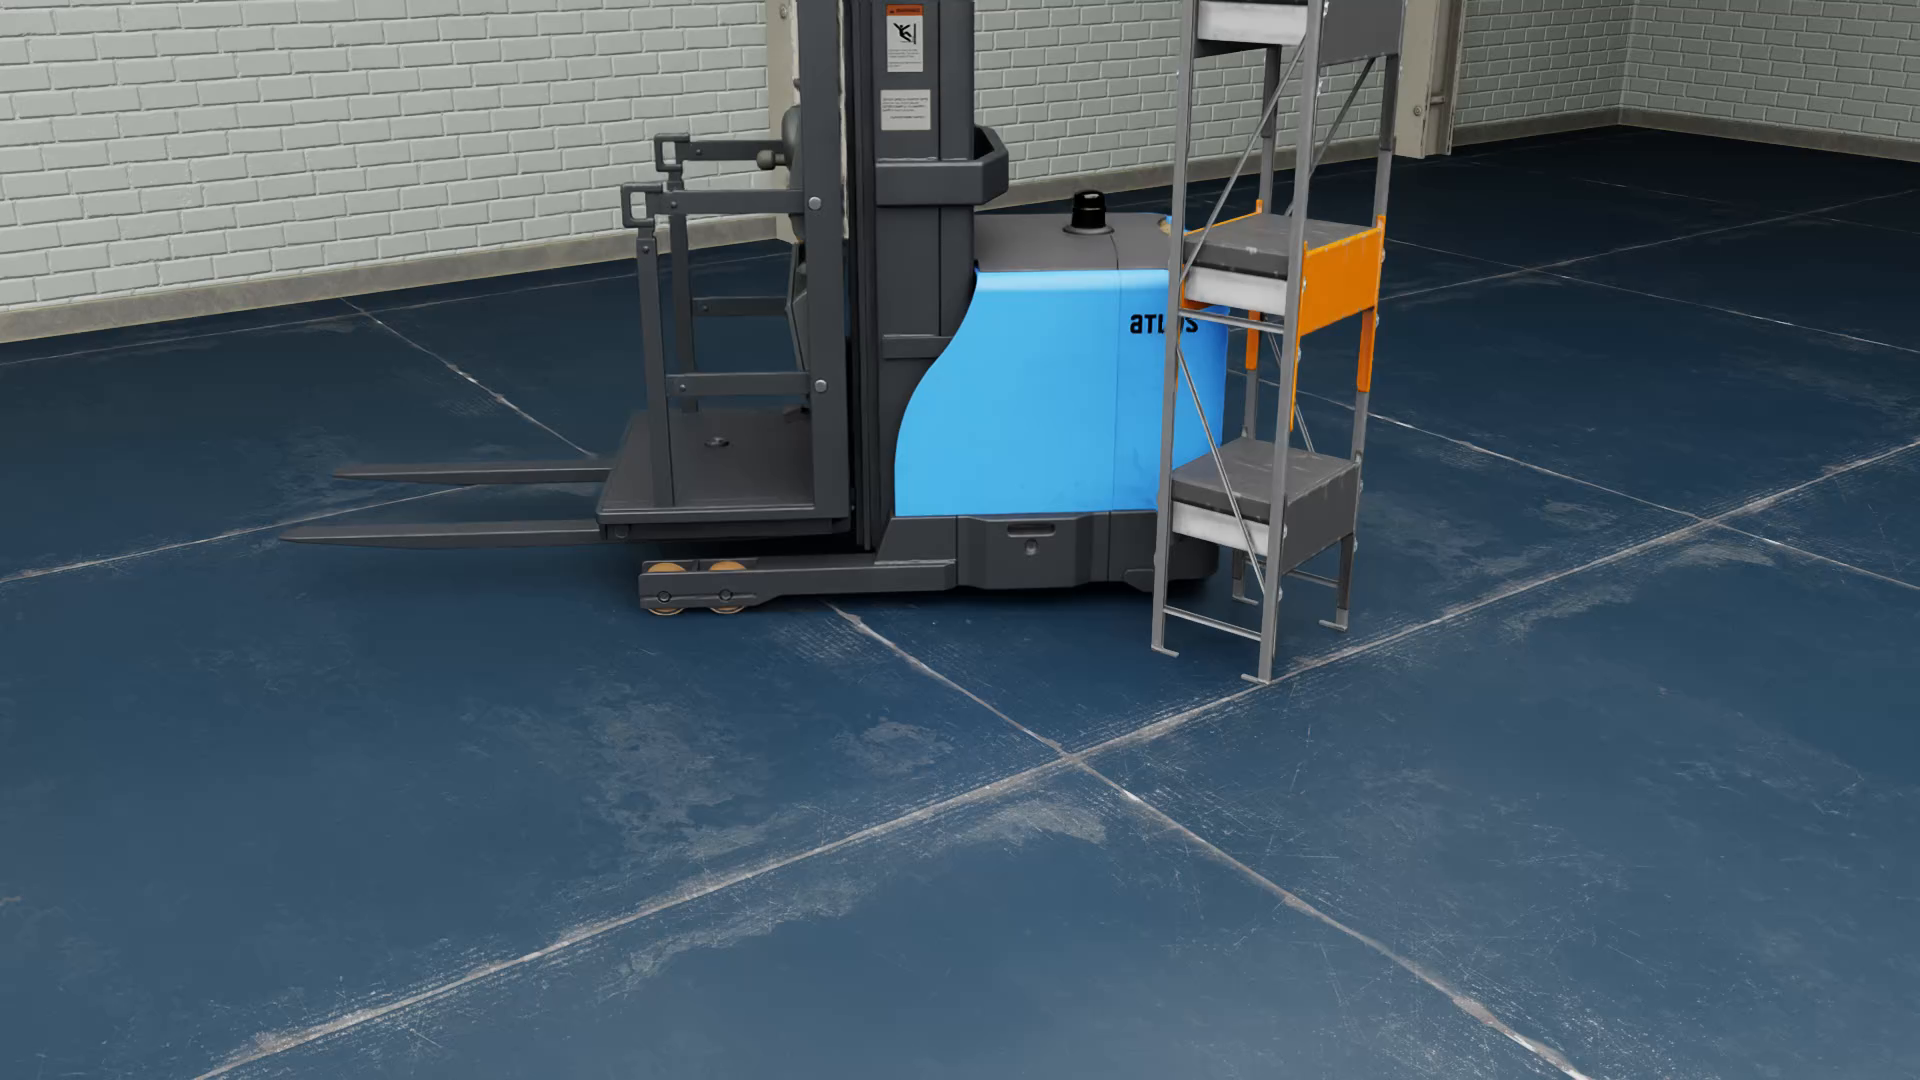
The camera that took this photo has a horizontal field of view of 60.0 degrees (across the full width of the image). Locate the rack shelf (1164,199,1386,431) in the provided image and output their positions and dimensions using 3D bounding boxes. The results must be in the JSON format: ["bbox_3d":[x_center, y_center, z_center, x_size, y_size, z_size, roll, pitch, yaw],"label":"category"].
[{"bbox_3d":[0.894,-0.654,4.740,0.431,0.518,0.480,17,27,35],"label":"rack shelf"}]

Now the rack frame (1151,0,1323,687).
[{"bbox_3d":[0.742,-0.596,4.558,0.400,2.100,0.015,17,27,35],"label":"rack frame"}]

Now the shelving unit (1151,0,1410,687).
[{"bbox_3d":[0.894,-0.667,4.735,0.431,2.100,0.503,17,27,35],"label":"shelving unit"}]

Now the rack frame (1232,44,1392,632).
[{"bbox_3d":[1.047,-0.737,4.911,0.400,2.100,0.015,17,27,35],"label":"rack frame"}]

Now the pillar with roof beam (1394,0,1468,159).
[{"bbox_3d":[6.424,-6.152,9.173,0.400,9.000,9.100,-15,26,-33],"label":"pillar with roof beam"}]

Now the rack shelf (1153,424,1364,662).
[{"bbox_3d":[0.894,-0.004,4.999,0.431,0.518,0.480,17,27,35],"label":"rack shelf"}]

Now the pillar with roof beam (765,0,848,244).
[{"bbox_3d":[1.554,-4.854,5.918,0.400,9.000,9.100,-15,26,-33],"label":"pillar with roof beam"}]

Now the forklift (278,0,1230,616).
[{"bbox_3d":[-0.693,-1.323,5.256,3.031,2.935,1.130,-2,22,-4],"label":"forklift"}]

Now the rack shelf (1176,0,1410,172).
[{"bbox_3d":[0.894,-1.304,4.480,0.431,0.518,0.480,17,27,35],"label":"rack shelf"}]
